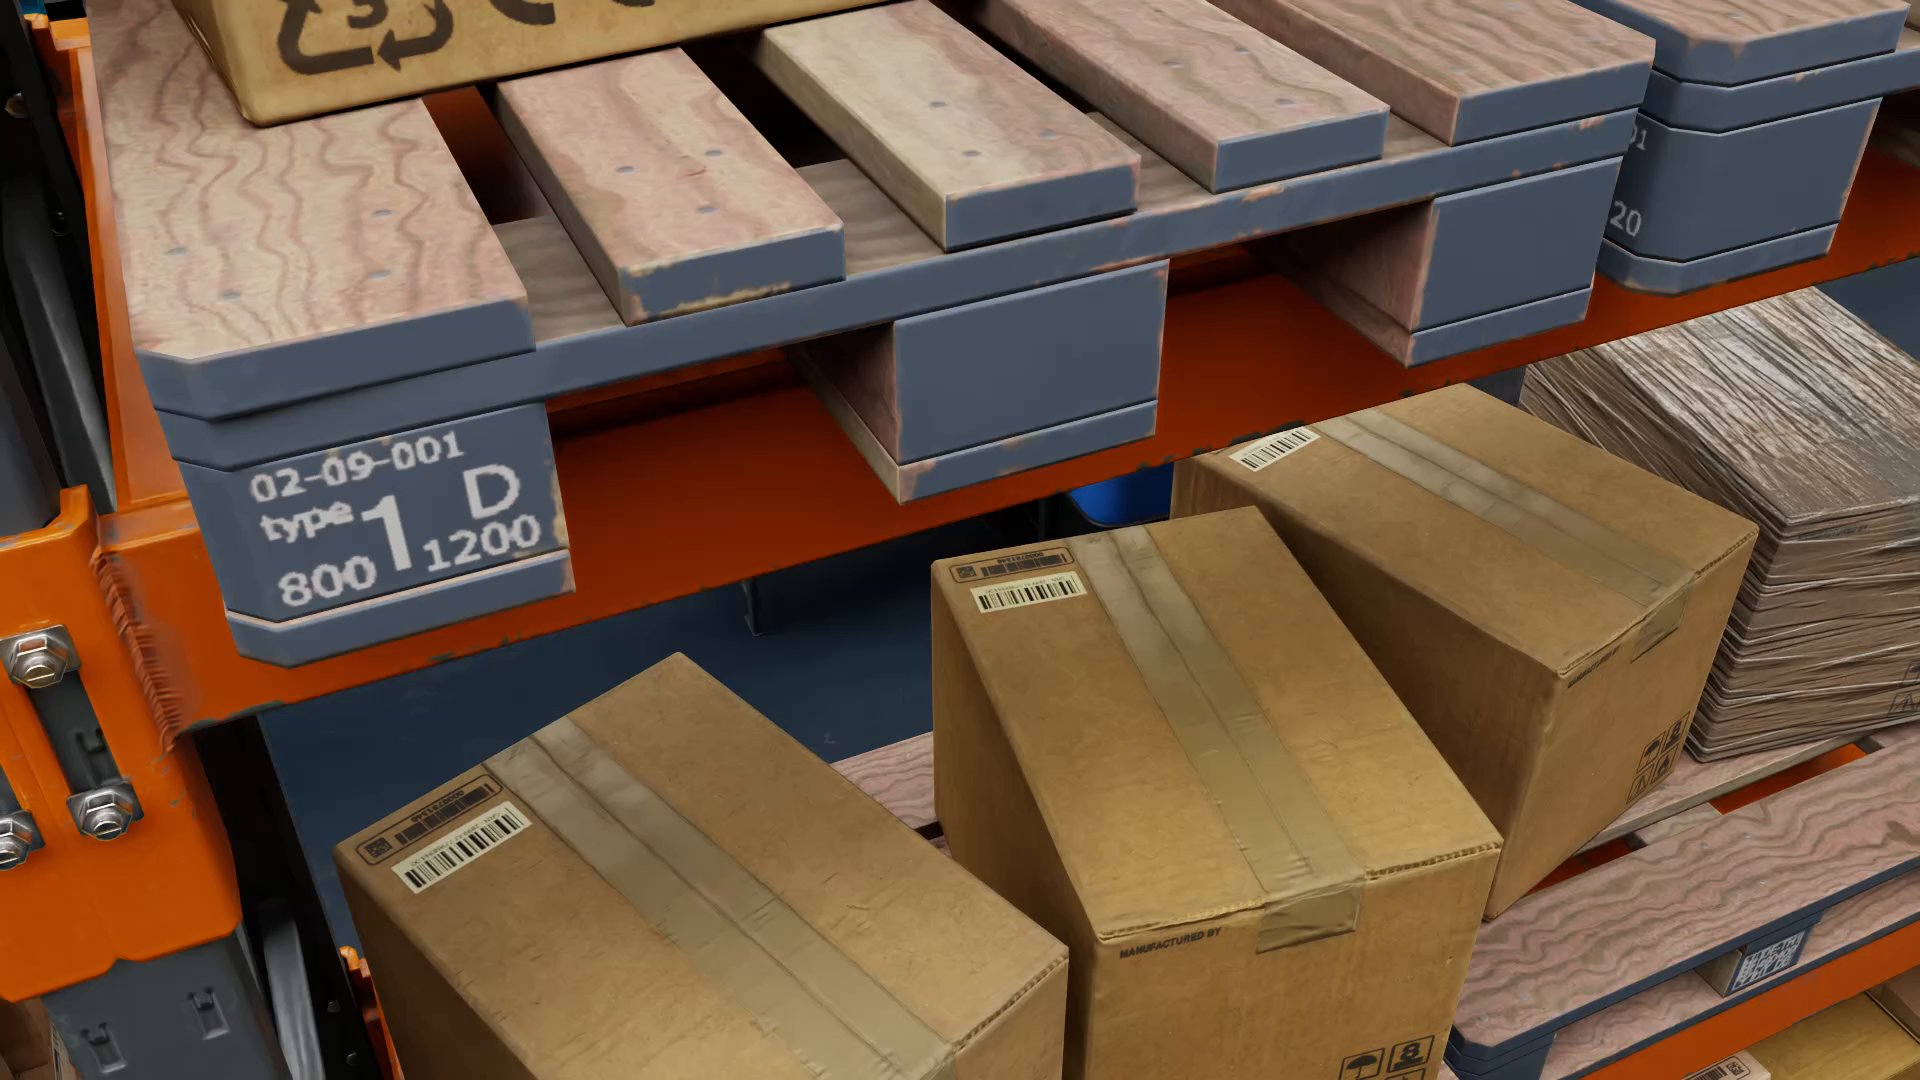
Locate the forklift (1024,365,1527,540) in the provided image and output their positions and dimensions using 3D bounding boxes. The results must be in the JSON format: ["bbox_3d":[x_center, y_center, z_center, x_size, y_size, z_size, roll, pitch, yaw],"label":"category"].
[{"bbox_3d":[1.630,-1.583,5.424,3.031,2.935,1.130,-14,39,-18],"label":"forklift"}]

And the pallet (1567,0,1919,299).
[{"bbox_3d":[0.732,-0.718,1.840,1.003,0.211,1.213,-16,39,-20],"label":"pallet"}]

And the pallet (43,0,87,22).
[{"bbox_3d":[-5.753,-3.271,9.982,1.213,0.211,1.003,-16,39,-20],"label":"pallet"}]

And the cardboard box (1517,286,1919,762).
[{"bbox_3d":[1.364,-0.070,2.890,0.500,0.500,0.700,-9,37,-11],"label":"cardboard box"}]

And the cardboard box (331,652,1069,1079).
[{"bbox_3d":[-0.302,0.594,1.995,0.500,0.500,0.700,-30,46,-34],"label":"cardboard box"}]

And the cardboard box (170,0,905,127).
[{"bbox_3d":[-0.338,-0.739,1.190,0.600,0.600,0.600,-19,41,-24],"label":"cardboard box"}]

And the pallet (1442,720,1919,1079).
[{"bbox_3d":[1.037,0.362,2.906,1.213,0.211,1.003,-16,39,-20],"label":"pallet"}]

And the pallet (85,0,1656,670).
[{"bbox_3d":[-0.205,-0.454,1.484,1.003,0.211,1.213,-16,39,-20],"label":"pallet"}]

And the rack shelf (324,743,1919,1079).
[{"bbox_3d":[0.985,0.585,3.047,4.000,0.370,1.077,-16,39,-20],"label":"rack shelf"}]

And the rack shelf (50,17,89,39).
[{"bbox_3d":[-4.737,-1.075,5.285,4.000,0.370,1.077,-16,39,-20],"label":"rack shelf"}]

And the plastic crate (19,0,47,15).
[{"bbox_3d":[-3.205,-1.585,5.333,0.575,0.384,0.392,-16,39,-20],"label":"plastic crate"}]

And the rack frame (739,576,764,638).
[{"bbox_3d":[-0.741,-0.430,5.070,0.032,1.500,0.500,-14,39,-18],"label":"rack frame"}]

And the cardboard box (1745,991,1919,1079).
[{"bbox_3d":[1.580,1.111,3.463,0.500,0.500,0.500,-17,40,-22],"label":"cardboard box"}]

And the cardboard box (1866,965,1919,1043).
[{"bbox_3d":[1.999,0.696,3.394,0.500,0.250,0.500,-14,39,-18],"label":"cardboard box"}]

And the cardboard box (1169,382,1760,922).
[{"bbox_3d":[0.747,0.113,2.643,0.500,0.500,0.700,-26,44,-31],"label":"cardboard box"}]

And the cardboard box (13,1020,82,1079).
[{"bbox_3d":[-1.403,0.744,2.145,0.500,0.500,0.500,-15,39,-19],"label":"cardboard box"}]

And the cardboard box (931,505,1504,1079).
[{"bbox_3d":[0.294,0.386,2.275,0.500,0.500,0.700,-10,38,-13],"label":"cardboard box"}]

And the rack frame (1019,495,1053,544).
[{"bbox_3d":[0.197,-0.663,5.385,0.032,1.500,0.500,-14,39,-18],"label":"rack frame"}]

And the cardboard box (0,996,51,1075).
[{"bbox_3d":[-1.372,0.328,1.866,0.500,0.500,0.500,-15,39,-19],"label":"cardboard box"}]

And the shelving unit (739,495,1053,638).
[{"bbox_3d":[-0.272,-0.547,5.228,1.048,1.500,0.538,-14,39,-18],"label":"shelving unit"}]

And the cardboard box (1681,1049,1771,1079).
[{"bbox_3d":[1.075,0.957,3.041,0.500,0.250,0.500,-16,40,-21],"label":"cardboard box"}]

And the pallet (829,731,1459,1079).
[{"bbox_3d":[-0.056,0.736,2.401,1.213,0.211,1.003,-16,39,-20],"label":"pallet"}]

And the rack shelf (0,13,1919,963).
[{"bbox_3d":[0.985,-0.620,2.154,4.000,0.370,1.077,-16,39,-20],"label":"rack shelf"}]

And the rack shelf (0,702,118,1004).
[{"bbox_3d":[-2.636,0.393,0.789,4.000,0.370,1.077,-16,39,-20],"label":"rack shelf"}]
